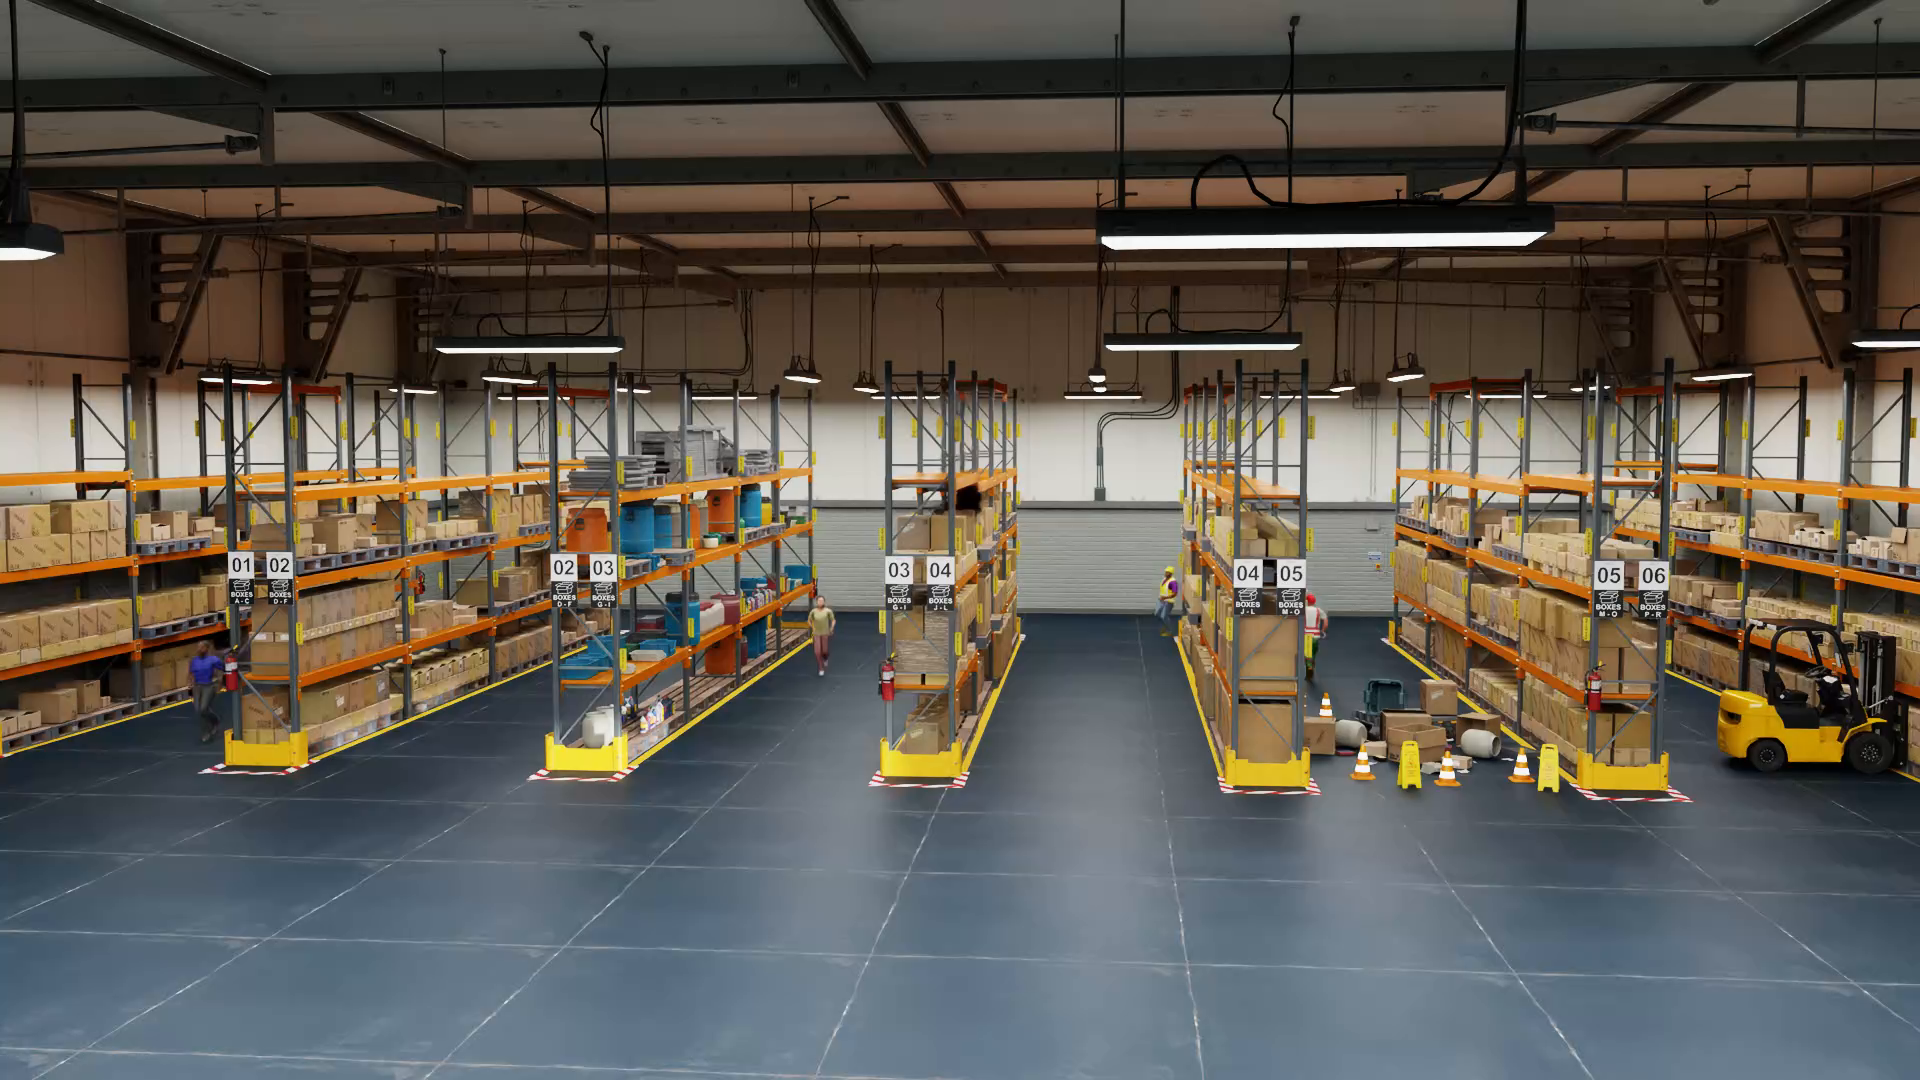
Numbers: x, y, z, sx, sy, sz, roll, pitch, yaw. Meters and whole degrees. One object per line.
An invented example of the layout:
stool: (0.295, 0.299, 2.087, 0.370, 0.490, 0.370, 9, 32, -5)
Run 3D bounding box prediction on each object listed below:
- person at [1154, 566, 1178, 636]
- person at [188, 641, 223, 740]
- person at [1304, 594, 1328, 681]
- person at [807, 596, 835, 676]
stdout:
person: (5.012, 1.493, 40.339, 0.573, 1.730, 0.703, -2, 4, -31)
person: (-12.176, 2.433, 26.767, 0.561, 1.618, 0.562, 0, 4, 4)
person: (6.966, 1.960, 32.972, 0.636, 1.767, 0.905, 0, 4, 1)
person: (-2.852, 1.952, 34.161, 0.582, 1.630, 0.566, 0, 4, -1)
